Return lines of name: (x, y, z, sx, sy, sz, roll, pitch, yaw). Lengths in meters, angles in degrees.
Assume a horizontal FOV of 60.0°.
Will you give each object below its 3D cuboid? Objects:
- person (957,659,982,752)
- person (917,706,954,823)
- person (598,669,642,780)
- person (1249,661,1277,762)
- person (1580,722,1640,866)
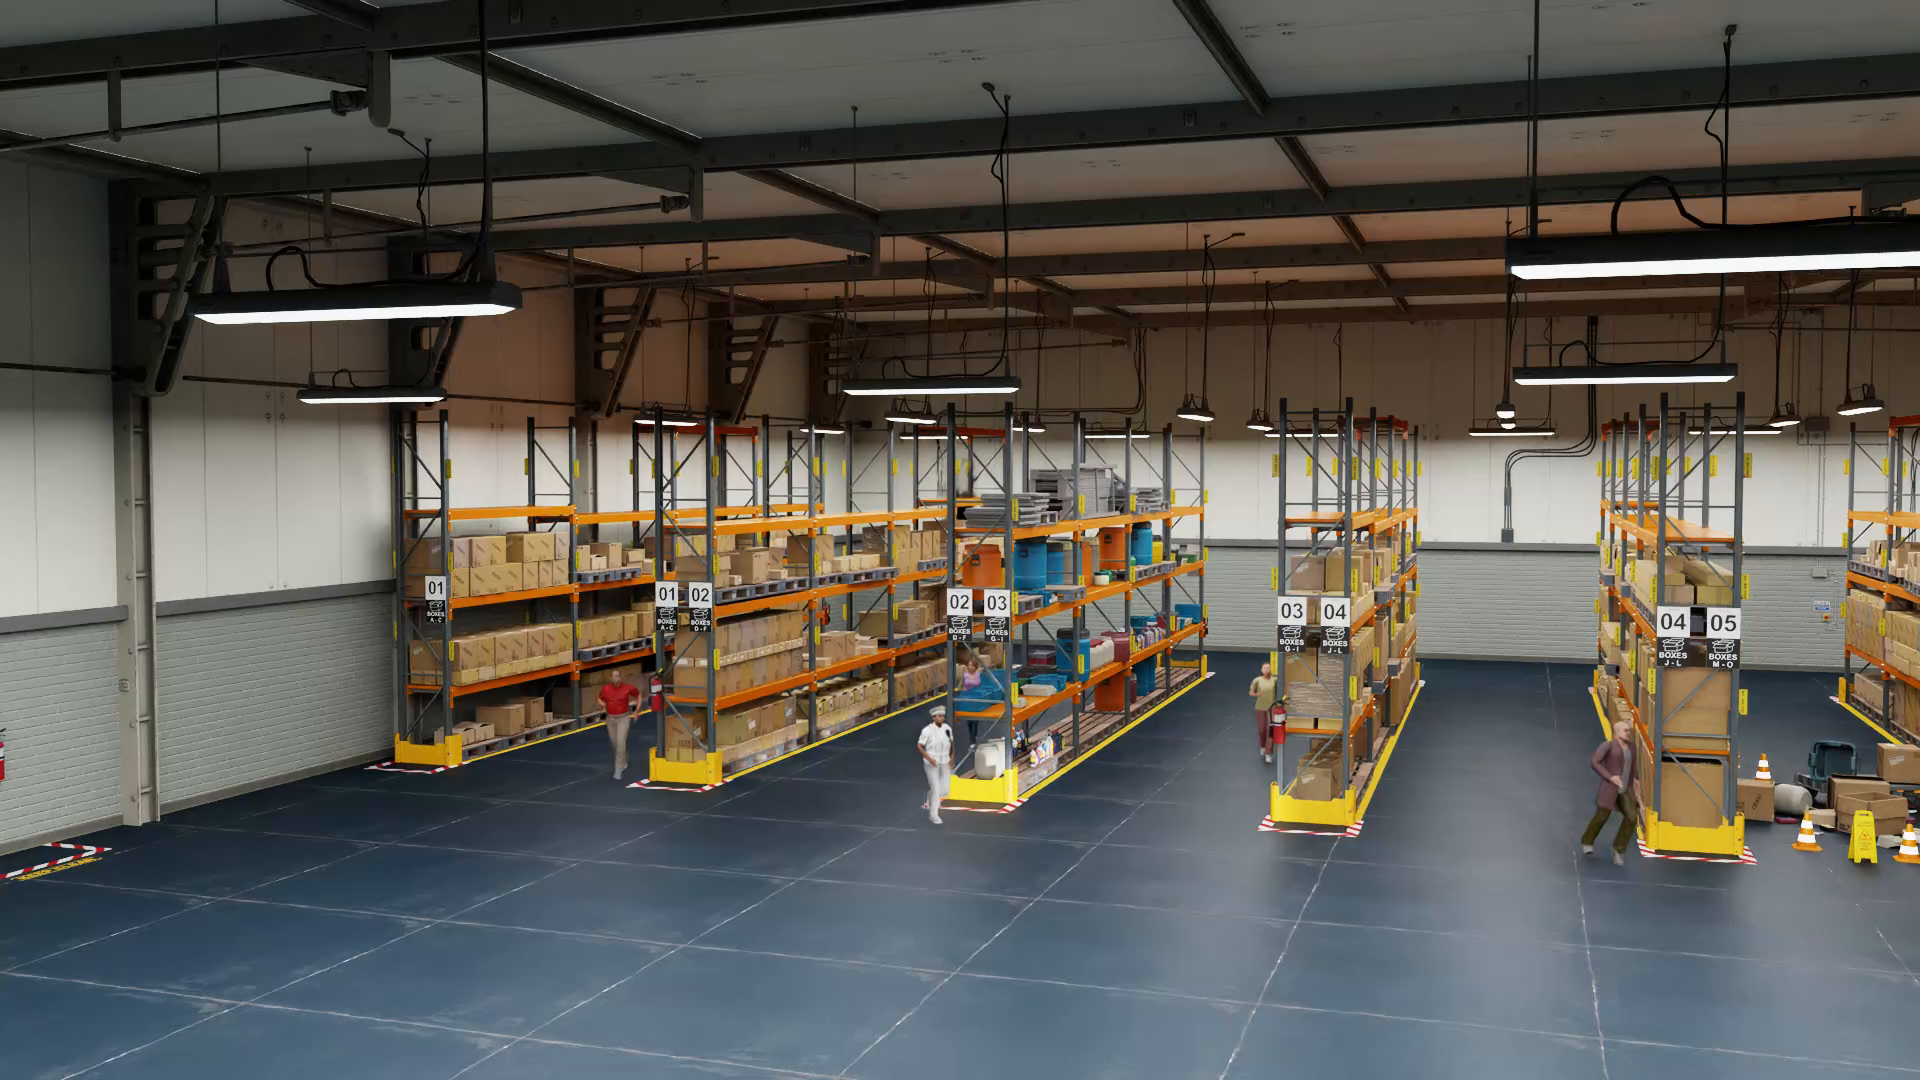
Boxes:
person: (0.218, 2.923, 29.579, 0.540, 1.589, 0.853, 0, 2, 10)
person: (-0.336, 3.174, 23.705, 0.614, 1.660, 0.591, -1, 3, -29)
person: (-5.590, 2.984, 27.221, 0.690, 1.762, 0.941, 0, 2, 11)
person: (5.241, 2.911, 28.489, 0.580, 1.664, 0.908, 0, 2, 9)
person: (8.402, 3.230, 21.295, 0.770, 1.820, 0.740, -1, 3, -12)
